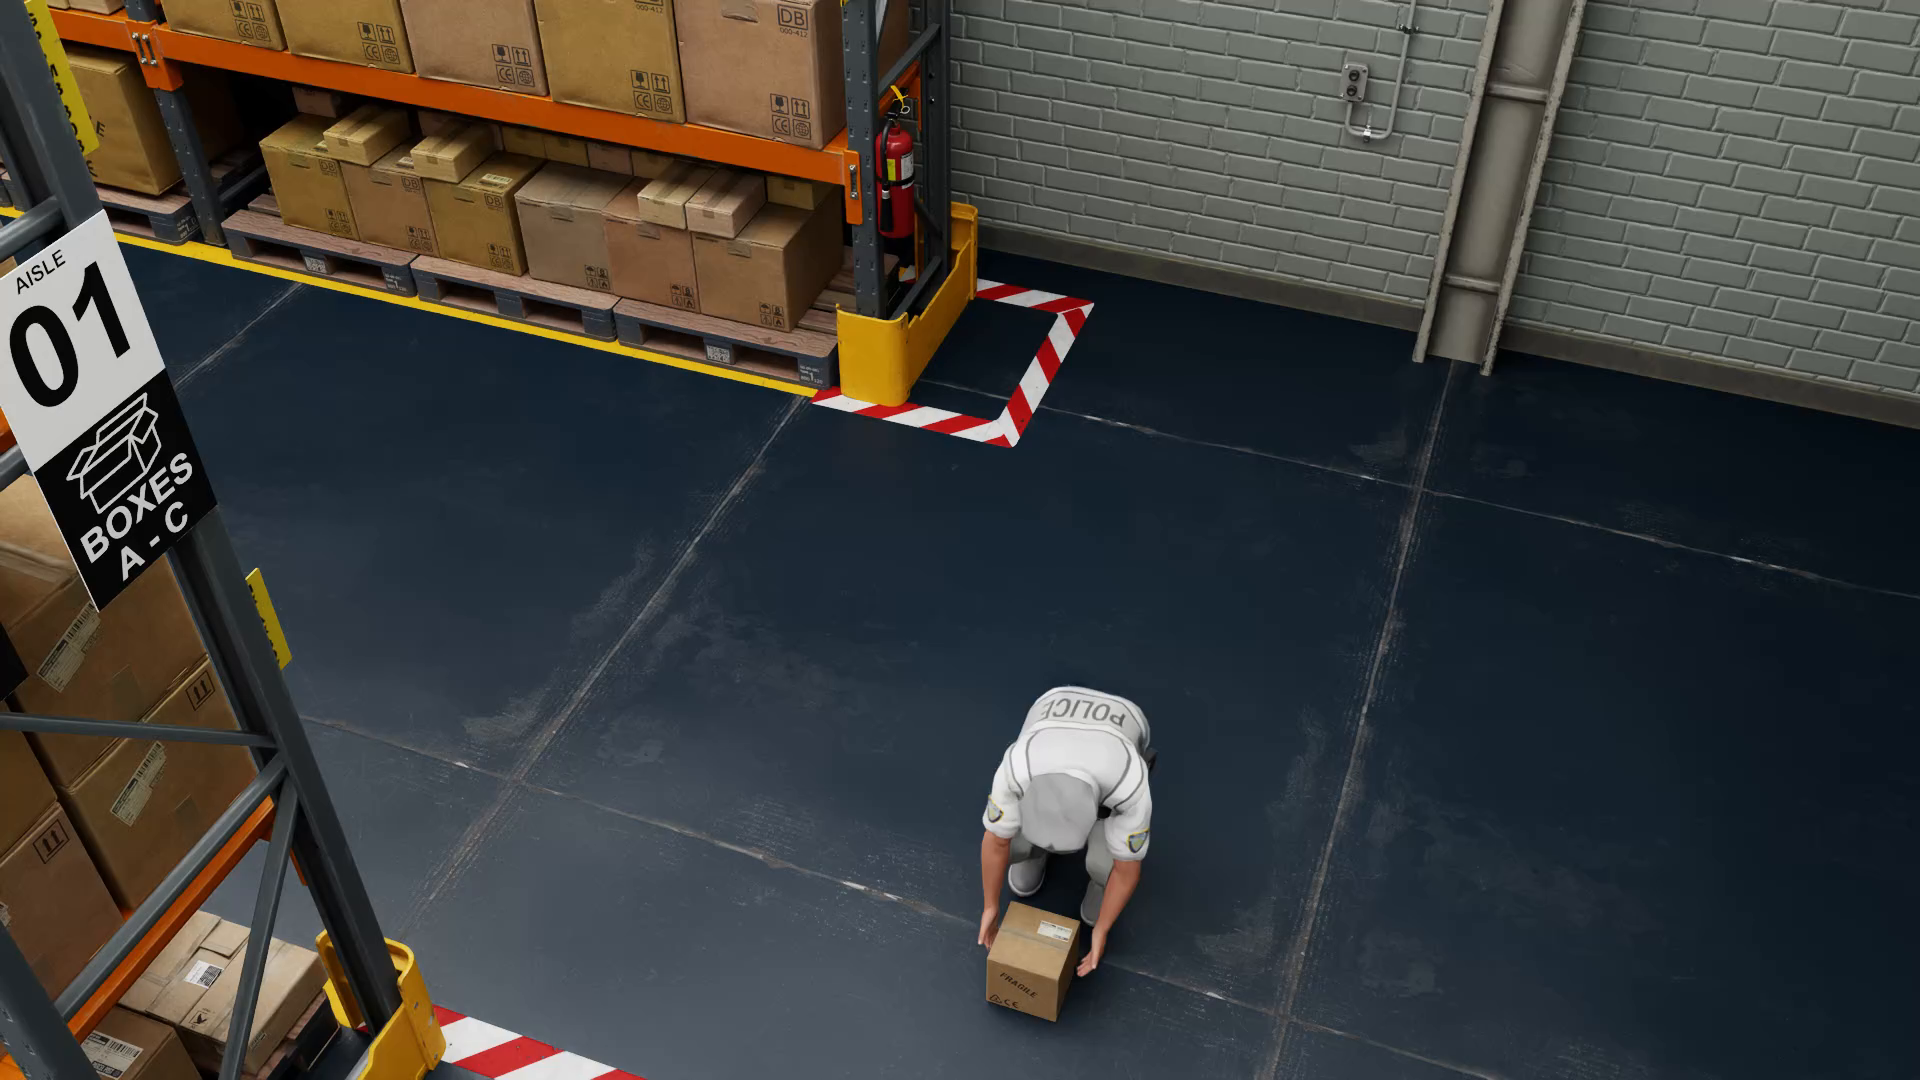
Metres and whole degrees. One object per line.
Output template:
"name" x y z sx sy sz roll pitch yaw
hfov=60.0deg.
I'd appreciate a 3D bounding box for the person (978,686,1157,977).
"person" 0.392 0.928 5.647 0.570 1.030 0.941 13 43 15
